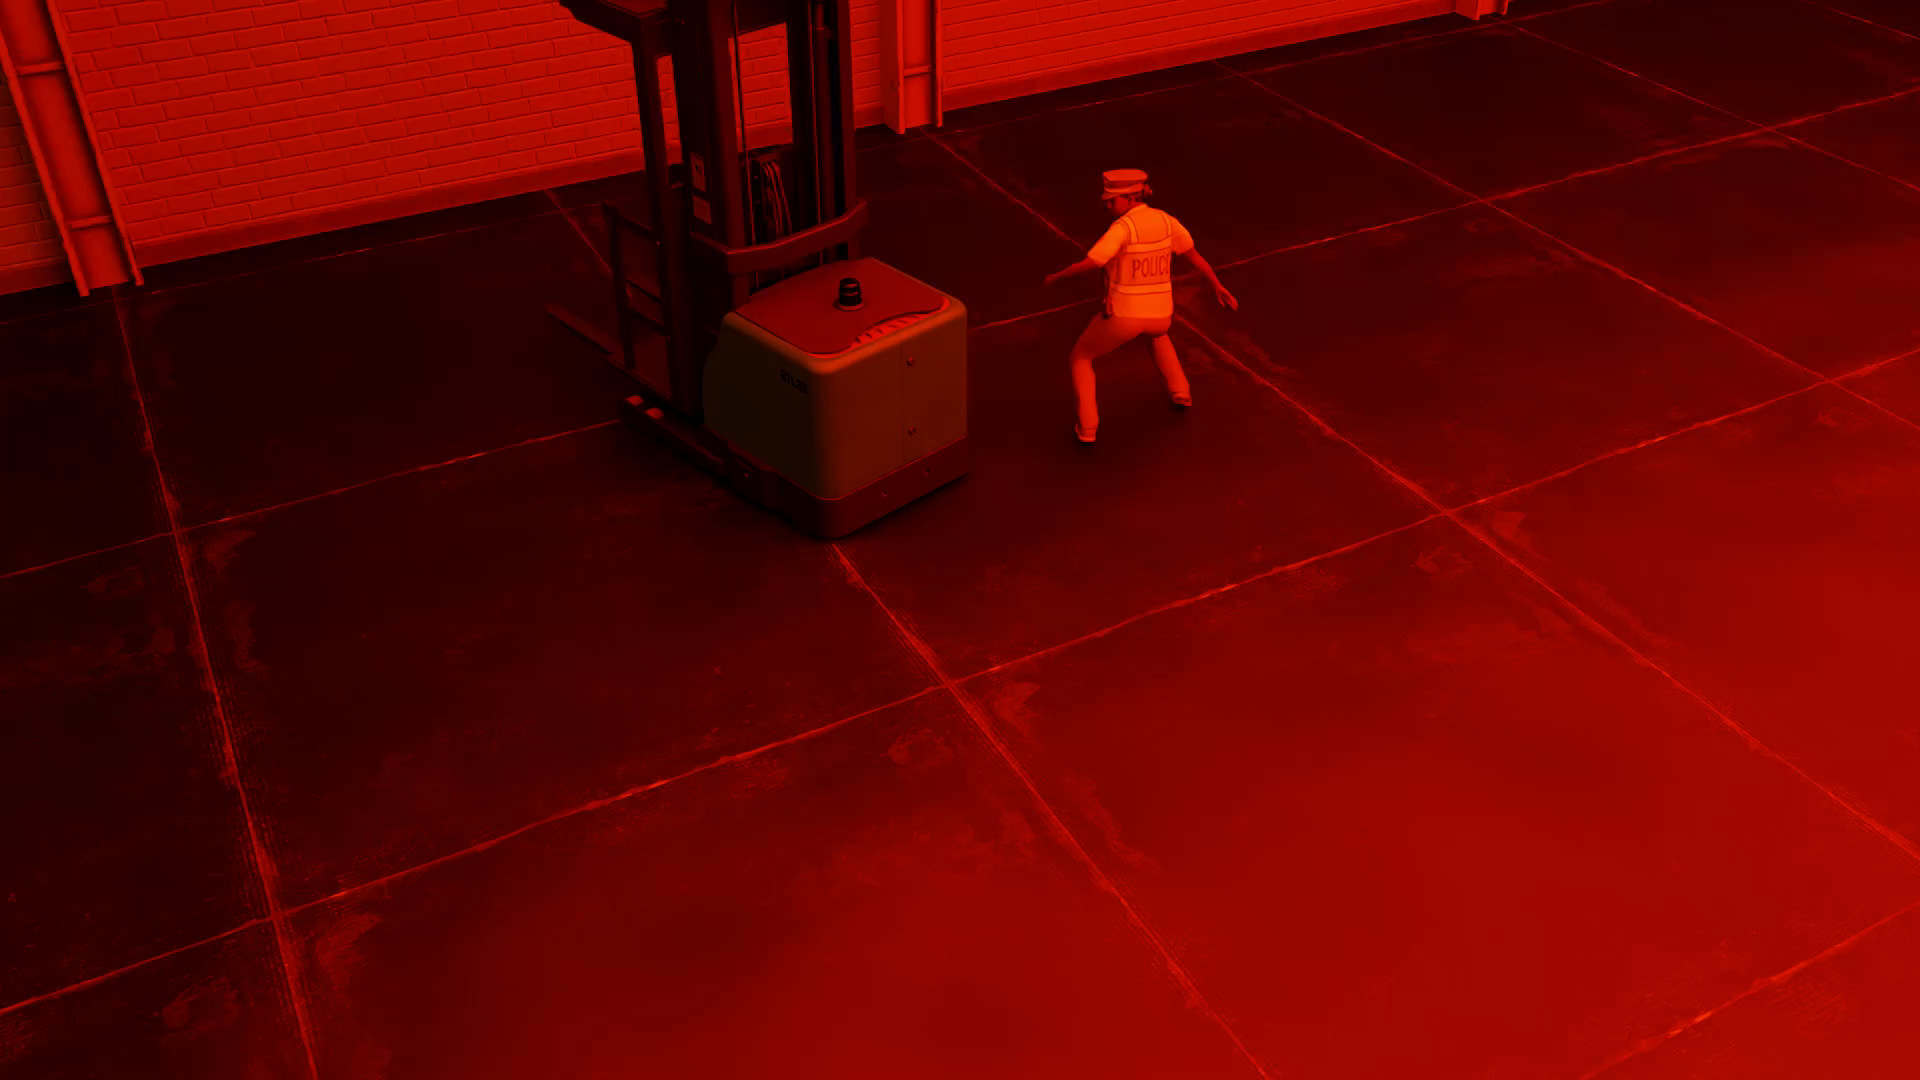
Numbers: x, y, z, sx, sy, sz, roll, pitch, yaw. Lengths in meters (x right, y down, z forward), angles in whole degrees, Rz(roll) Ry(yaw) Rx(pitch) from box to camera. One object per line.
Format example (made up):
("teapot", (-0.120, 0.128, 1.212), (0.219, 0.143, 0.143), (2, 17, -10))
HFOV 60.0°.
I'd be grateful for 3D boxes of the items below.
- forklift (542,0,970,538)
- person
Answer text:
("forklift", (-1.322, -1.964, 8.901), (1.130, 2.935, 3.031), (-28, 44, -34))
("person", (0.992, -1.269, 9.255), (0.975, 1.604, 0.553), (-16, 38, -21))
